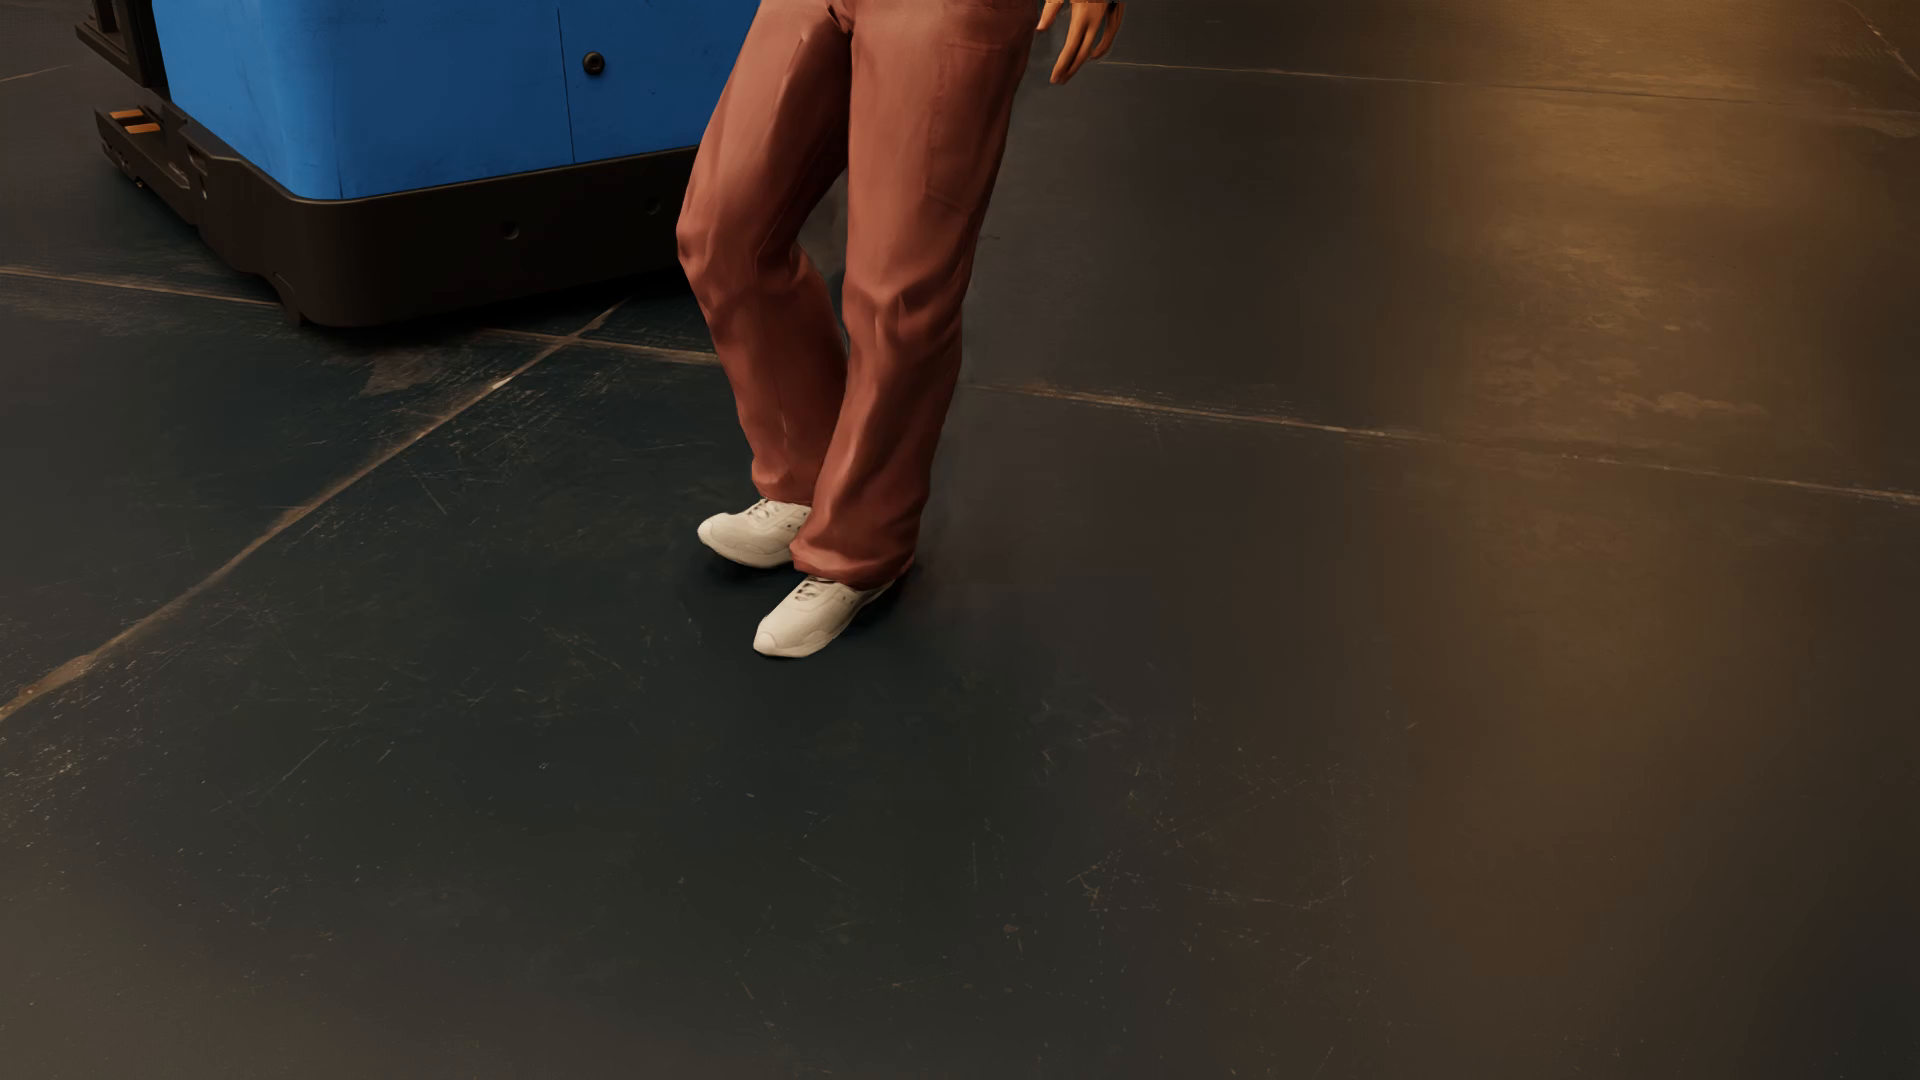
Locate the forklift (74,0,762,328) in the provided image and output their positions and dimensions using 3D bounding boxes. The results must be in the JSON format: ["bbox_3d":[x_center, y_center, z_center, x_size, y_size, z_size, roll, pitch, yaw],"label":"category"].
[{"bbox_3d":[-1.623,-2.318,3.819,1.130,2.935,3.031,-18,32,-31],"label":"forklift"}]

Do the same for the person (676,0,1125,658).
[{"bbox_3d":[-0.121,-0.666,2.052,0.537,1.655,0.690,-20,33,-34],"label":"person"}]
